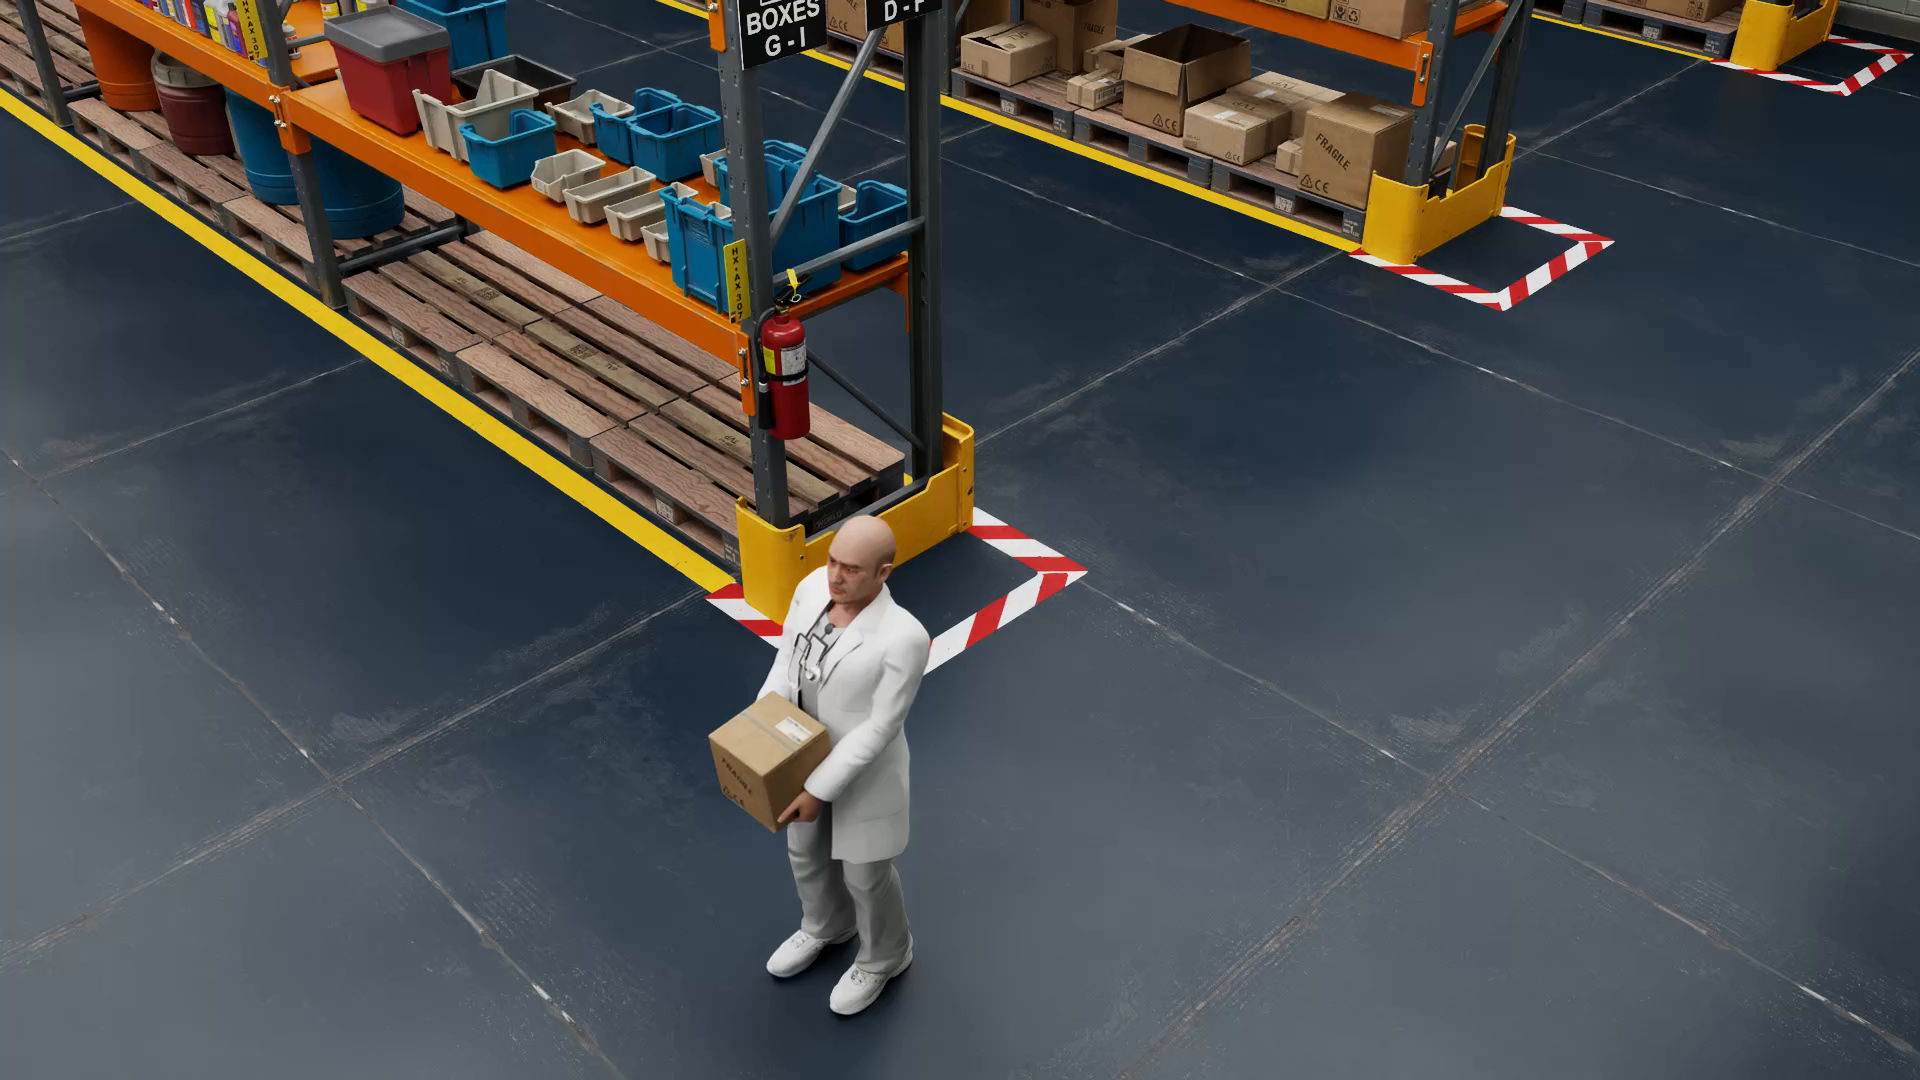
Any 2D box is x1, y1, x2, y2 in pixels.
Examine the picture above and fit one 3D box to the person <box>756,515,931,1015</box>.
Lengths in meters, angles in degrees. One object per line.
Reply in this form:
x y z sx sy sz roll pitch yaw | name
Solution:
-0.414 0.736 5.111 0.527 1.769 0.562 30 45 35 | person
